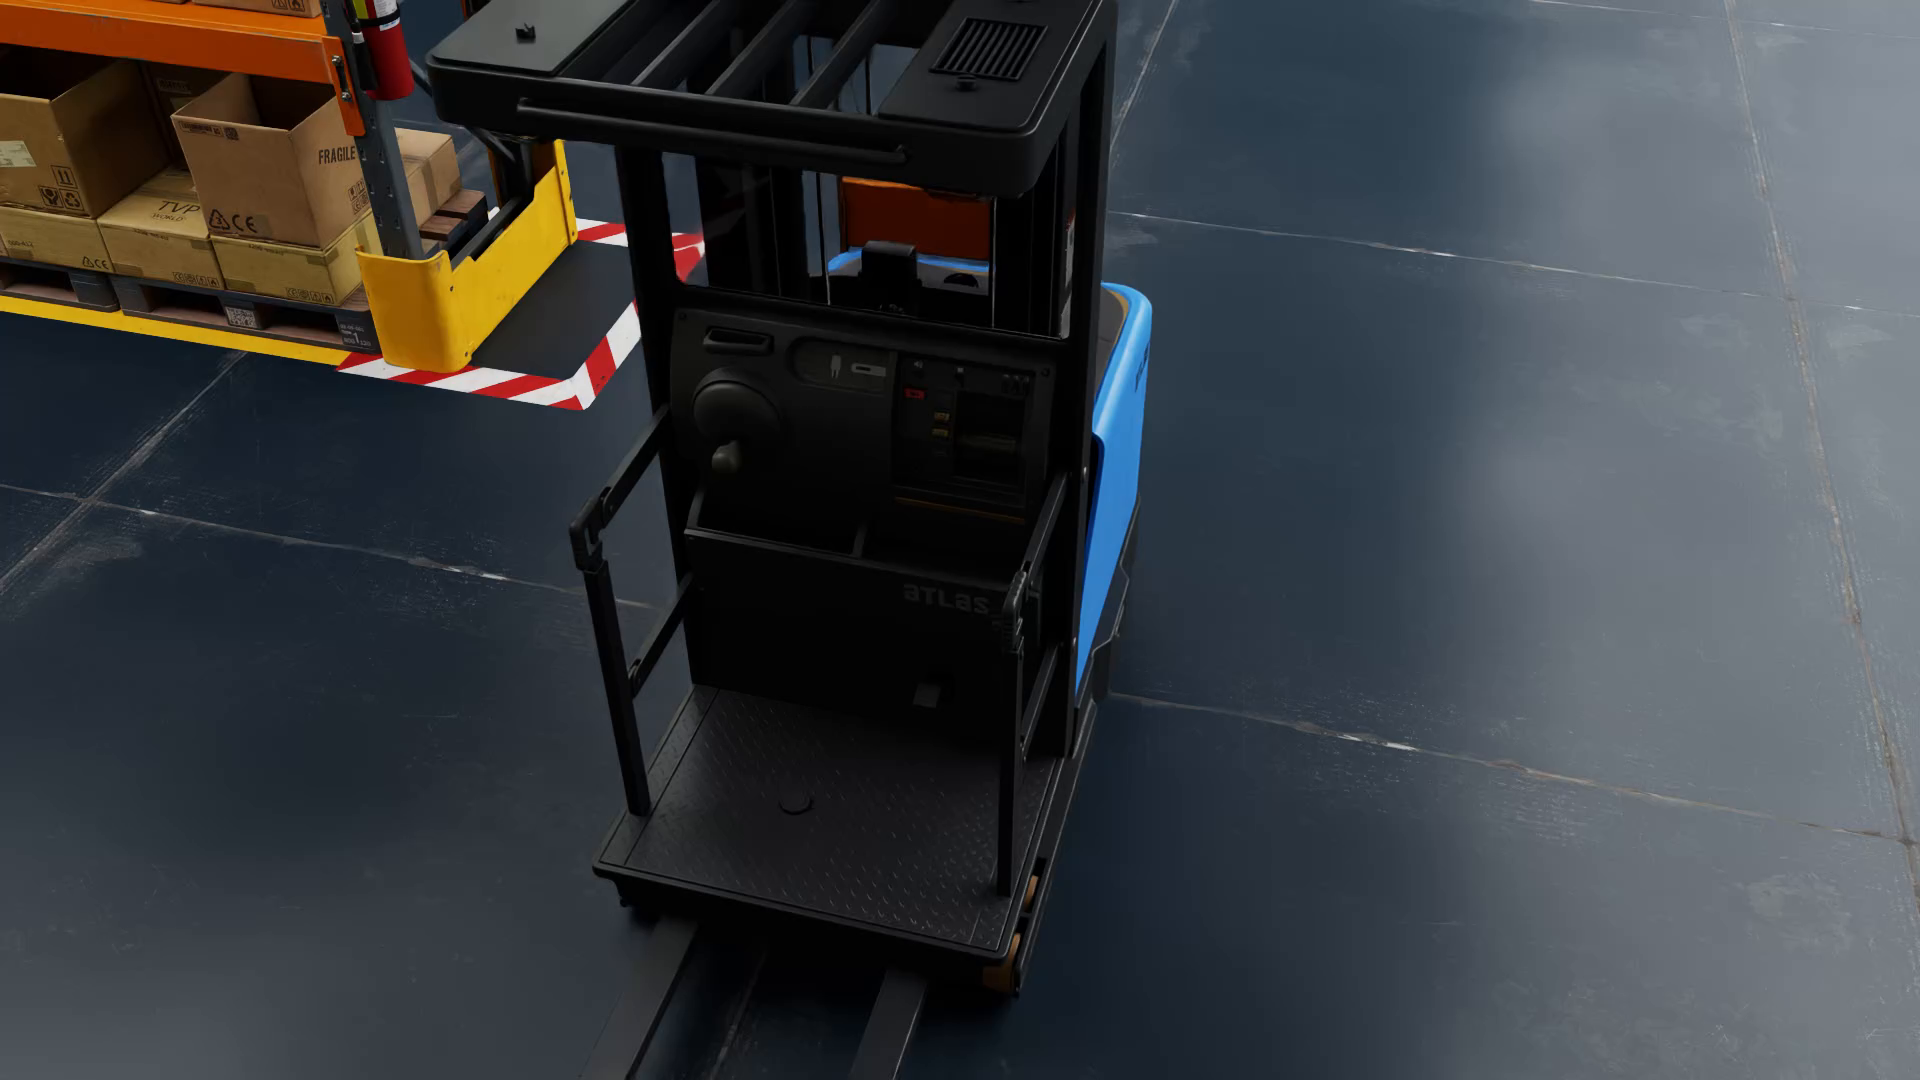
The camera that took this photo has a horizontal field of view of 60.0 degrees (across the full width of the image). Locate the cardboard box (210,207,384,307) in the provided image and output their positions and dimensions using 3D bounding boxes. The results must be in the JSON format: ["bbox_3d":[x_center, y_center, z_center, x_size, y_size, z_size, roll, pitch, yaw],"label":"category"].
[{"bbox_3d":[-2.607,-1.201,6.659,0.500,0.250,0.500,10,41,11],"label":"cardboard box"}]

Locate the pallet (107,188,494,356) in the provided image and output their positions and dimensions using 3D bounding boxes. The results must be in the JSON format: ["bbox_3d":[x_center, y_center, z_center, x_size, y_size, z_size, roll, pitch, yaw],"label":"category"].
[{"bbox_3d":[-2.762,-1.220,7.039,1.213,0.211,1.003,10,41,11],"label":"pallet"}]

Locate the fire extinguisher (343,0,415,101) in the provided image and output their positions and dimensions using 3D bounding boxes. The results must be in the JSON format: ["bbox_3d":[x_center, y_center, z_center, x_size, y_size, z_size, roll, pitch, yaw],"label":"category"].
[{"bbox_3d":[-2.018,-1.849,5.680,0.183,0.674,0.296,10,41,11],"label":"fire extinguisher"}]

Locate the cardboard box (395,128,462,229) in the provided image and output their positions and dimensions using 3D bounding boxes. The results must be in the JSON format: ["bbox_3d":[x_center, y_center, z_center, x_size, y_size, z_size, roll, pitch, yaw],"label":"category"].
[{"bbox_3d":[-2.473,-1.522,7.042,0.500,0.250,0.500,10,41,11],"label":"cardboard box"}]

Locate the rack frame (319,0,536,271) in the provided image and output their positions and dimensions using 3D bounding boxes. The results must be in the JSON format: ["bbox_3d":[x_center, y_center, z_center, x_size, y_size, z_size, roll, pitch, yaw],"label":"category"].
[{"bbox_3d":[-2.012,-2.187,6.022,0.127,3.000,1.000,10,41,11],"label":"rack frame"}]

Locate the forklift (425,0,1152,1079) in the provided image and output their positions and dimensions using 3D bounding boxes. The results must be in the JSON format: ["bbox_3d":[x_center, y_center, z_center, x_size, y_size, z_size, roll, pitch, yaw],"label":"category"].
[{"bbox_3d":[-0.292,-0.226,3.740,1.130,2.935,3.031,10,41,12],"label":"forklift"}]

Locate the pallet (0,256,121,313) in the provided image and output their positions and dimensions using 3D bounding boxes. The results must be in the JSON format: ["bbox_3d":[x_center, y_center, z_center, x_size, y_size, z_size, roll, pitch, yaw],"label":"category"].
[{"bbox_3d":[-3.937,-1.425,7.282,1.213,0.211,1.003,10,41,11],"label":"pallet"}]

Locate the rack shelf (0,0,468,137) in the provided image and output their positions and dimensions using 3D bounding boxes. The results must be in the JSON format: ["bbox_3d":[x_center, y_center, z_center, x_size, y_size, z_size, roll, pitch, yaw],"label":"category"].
[{"bbox_3d":[-3.944,-2.244,6.649,4.000,0.370,1.077,10,41,11],"label":"rack shelf"}]

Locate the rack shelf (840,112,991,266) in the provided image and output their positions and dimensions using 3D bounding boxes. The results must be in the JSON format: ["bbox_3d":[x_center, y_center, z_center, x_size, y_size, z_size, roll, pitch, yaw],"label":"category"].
[{"bbox_3d":[-0.090,-1.026,5.361,0.480,0.518,0.431,8,41,10],"label":"rack shelf"}]

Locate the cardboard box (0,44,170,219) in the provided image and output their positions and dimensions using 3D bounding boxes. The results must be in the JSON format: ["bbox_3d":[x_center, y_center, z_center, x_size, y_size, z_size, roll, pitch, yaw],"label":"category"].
[{"bbox_3d":[-3.577,-1.644,6.603,0.500,0.500,0.500,10,41,11],"label":"cardboard box"}]

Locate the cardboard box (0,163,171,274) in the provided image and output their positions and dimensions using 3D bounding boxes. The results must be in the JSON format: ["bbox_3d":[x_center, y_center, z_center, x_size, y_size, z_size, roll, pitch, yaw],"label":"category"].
[{"bbox_3d":[-3.576,-1.358,6.846,0.500,0.250,0.500,10,41,11],"label":"cardboard box"}]

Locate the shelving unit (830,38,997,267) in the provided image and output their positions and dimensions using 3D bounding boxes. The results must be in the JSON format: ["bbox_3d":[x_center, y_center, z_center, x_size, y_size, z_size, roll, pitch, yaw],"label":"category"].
[{"bbox_3d":[-0.090,-1.037,5.352,0.503,2.100,0.431,8,41,10],"label":"shelving unit"}]

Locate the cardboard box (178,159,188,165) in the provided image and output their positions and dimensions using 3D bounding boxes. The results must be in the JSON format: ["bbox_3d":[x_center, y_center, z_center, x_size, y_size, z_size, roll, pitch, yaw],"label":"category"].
[{"bbox_3d":[-2.957,-1.603,7.138,0.500,0.250,0.500,10,41,11],"label":"cardboard box"}]

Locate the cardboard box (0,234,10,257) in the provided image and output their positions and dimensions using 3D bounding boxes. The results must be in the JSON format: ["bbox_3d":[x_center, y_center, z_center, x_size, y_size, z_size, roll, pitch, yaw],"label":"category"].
[{"bbox_3d":[-4.059,-1.443,6.947,0.500,0.250,0.500,10,41,11],"label":"cardboard box"}]

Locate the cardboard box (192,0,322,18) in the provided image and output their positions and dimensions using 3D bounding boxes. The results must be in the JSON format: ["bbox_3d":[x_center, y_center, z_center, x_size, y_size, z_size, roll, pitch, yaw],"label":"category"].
[{"bbox_3d":[-2.460,-2.311,6.092,0.500,0.500,0.700,10,41,11],"label":"cardboard box"}]

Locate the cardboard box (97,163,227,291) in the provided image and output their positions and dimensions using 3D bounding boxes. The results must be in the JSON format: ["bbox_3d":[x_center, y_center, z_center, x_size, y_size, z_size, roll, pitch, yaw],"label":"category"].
[{"bbox_3d":[-3.093,-1.276,6.749,0.500,0.250,0.500,10,41,11],"label":"cardboard box"}]

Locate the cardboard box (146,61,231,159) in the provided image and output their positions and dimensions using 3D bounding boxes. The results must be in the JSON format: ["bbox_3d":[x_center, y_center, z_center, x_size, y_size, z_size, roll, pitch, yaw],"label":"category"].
[{"bbox_3d":[-2.956,-1.891,6.898,0.500,0.500,0.500,10,41,11],"label":"cardboard box"}]

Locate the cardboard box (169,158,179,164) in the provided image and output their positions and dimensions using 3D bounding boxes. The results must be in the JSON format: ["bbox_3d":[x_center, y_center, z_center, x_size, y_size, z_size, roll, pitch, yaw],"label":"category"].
[{"bbox_3d":[-3.440,-1.687,7.237,0.500,0.250,0.500,10,41,11],"label":"cardboard box"}]

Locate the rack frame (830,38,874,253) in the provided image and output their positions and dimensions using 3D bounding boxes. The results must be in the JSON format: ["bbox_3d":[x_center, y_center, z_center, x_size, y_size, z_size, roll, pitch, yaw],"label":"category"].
[{"bbox_3d":[-0.328,-1.071,5.392,0.015,2.100,0.400,8,41,10],"label":"rack frame"}]

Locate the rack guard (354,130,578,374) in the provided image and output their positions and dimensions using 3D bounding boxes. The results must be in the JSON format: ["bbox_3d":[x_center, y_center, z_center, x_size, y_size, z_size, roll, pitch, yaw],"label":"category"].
[{"bbox_3d":[-1.989,-1.226,6.821,0.348,0.500,1.175,10,41,11],"label":"rack guard"}]

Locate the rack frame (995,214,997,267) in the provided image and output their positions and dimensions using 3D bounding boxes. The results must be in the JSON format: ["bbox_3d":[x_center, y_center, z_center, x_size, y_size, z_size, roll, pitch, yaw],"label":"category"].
[{"bbox_3d":[0.149,-1.003,5.312,0.015,2.100,0.400,8,41,10],"label":"rack frame"}]

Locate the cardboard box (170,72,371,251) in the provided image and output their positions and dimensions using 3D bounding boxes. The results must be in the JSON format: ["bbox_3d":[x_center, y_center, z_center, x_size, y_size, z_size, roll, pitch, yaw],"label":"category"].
[{"bbox_3d":[-2.607,-1.486,6.416,0.500,0.500,0.500,10,41,11],"label":"cardboard box"}]

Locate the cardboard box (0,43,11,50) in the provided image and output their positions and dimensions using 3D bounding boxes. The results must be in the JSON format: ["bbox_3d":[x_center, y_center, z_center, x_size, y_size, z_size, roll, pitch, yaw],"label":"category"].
[{"bbox_3d":[-4.060,-1.728,6.703,0.500,0.500,0.500,10,41,11],"label":"cardboard box"}]

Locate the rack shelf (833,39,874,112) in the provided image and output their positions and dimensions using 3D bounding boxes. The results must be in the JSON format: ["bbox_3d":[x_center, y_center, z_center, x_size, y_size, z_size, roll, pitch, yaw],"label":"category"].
[{"bbox_3d":[-0.090,-1.563,4.911,0.480,0.518,0.431,8,41,10],"label":"rack shelf"}]

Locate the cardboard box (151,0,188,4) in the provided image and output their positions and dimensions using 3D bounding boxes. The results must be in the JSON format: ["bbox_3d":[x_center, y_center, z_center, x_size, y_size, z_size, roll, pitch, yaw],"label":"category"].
[{"bbox_3d":[-2.969,-2.395,6.192,0.500,0.500,0.700,11,41,13],"label":"cardboard box"}]

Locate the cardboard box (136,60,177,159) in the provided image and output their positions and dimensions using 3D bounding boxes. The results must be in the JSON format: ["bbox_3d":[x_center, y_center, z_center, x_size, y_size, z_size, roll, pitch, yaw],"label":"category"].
[{"bbox_3d":[-3.443,-1.967,6.988,0.500,0.500,0.500,10,41,11],"label":"cardboard box"}]
